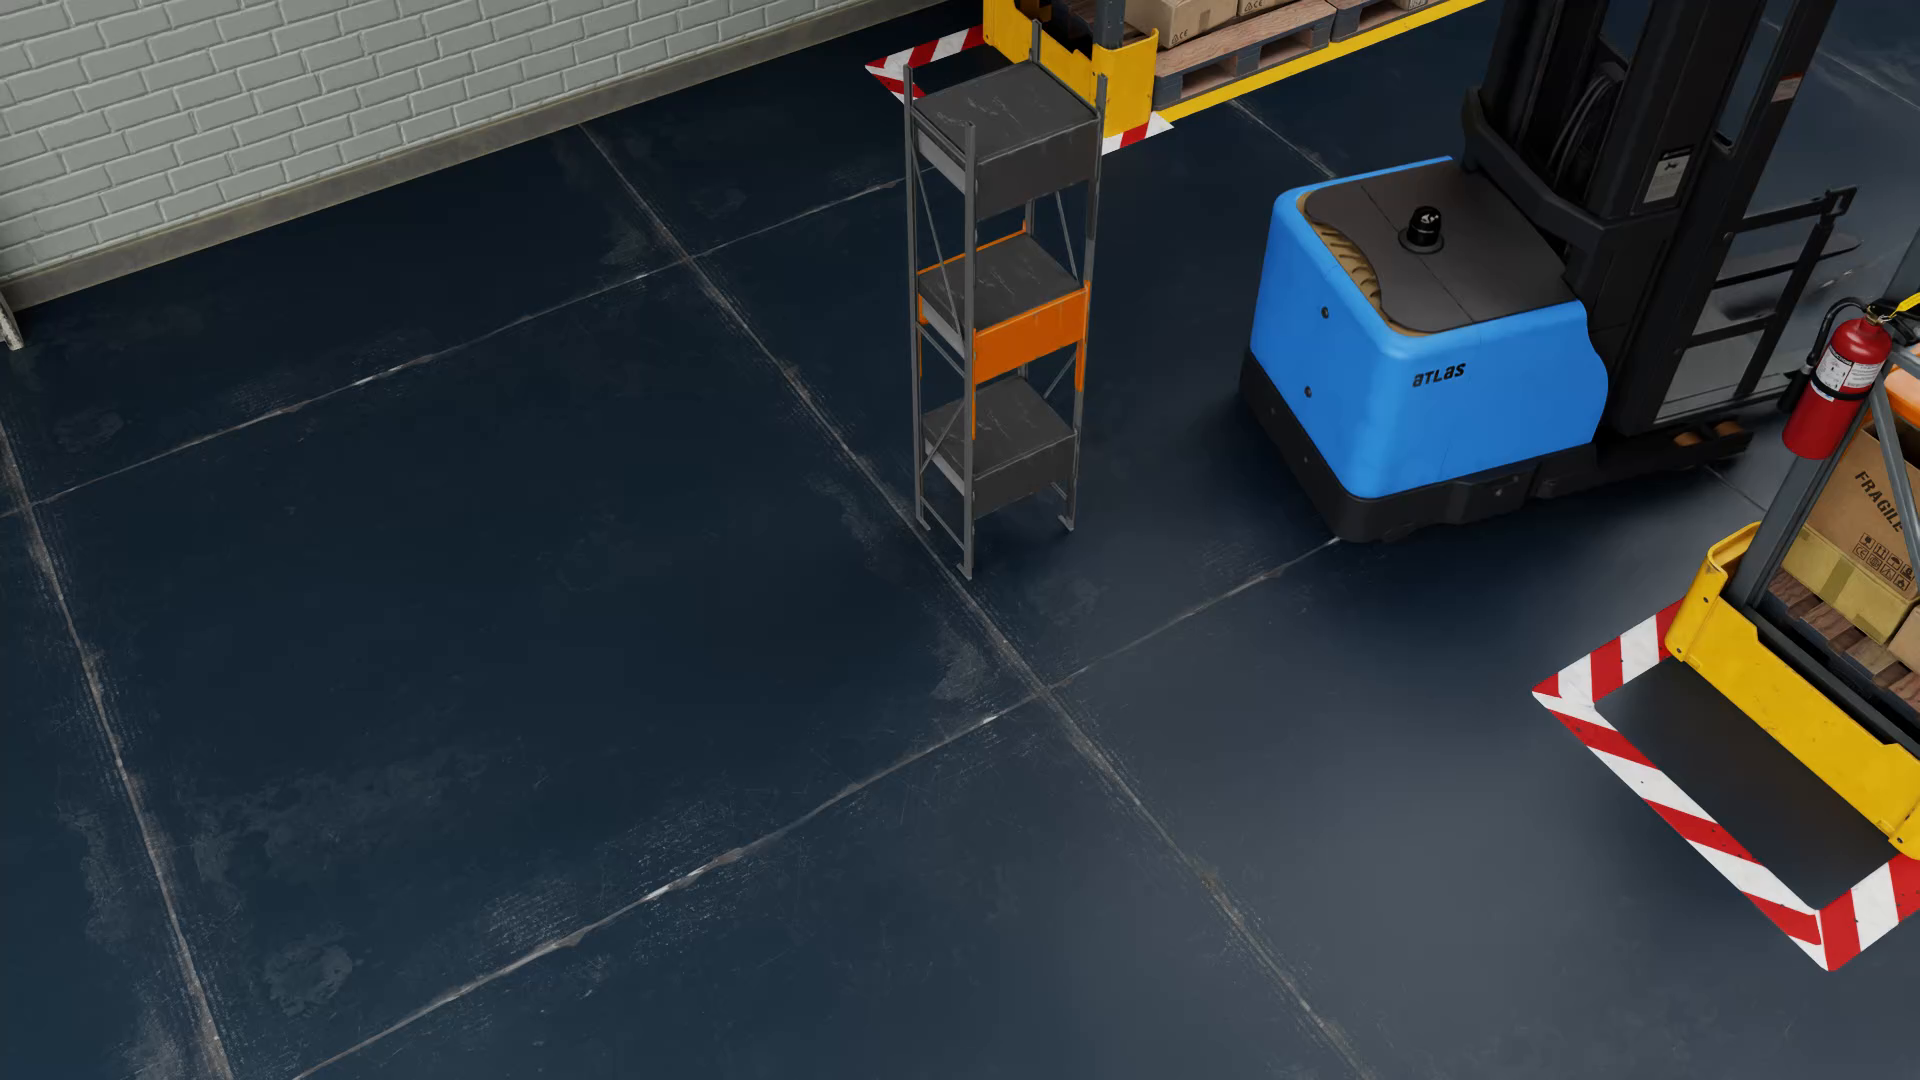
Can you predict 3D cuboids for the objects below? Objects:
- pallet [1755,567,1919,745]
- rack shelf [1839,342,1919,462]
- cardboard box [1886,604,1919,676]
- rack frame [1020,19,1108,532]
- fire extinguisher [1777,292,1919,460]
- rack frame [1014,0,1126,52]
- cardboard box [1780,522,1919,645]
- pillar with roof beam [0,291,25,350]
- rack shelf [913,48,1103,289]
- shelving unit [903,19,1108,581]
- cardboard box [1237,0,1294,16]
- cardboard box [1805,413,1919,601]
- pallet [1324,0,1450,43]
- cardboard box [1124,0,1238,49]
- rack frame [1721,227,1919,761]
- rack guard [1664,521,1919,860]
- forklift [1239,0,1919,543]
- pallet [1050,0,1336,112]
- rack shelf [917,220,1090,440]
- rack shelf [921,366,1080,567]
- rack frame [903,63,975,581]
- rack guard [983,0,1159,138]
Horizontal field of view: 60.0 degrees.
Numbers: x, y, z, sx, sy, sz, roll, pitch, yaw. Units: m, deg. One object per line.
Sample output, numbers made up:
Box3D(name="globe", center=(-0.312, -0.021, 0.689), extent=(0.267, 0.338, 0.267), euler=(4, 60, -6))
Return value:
Box3D(name="pallet", center=(3.764, 0.272, 6.312), extent=(1.213, 0.211, 1.003), euler=(-25, 53, -21))
Box3D(name="rack shelf", center=(4.831, -0.882, 5.954), extent=(4.000, 0.370, 1.077), euler=(-25, 53, -21))
Box3D(name="cardboard box", center=(3.712, 0.377, 5.911), extent=(0.500, 0.250, 0.500), euler=(-25, 53, -21))
Box3D(name="rack frame", center=(0.346, -0.861, 6.056), extent=(0.015, 2.100, 0.400), euler=(-25, 53, -21))
Box3D(name="fire extinguisher", center=(2.791, -0.545, 5.224), extent=(0.183, 0.674, 0.296), euler=(-25, 53, -21))
Box3D(name="rack frame", center=(0.493, -3.451, 7.760), extent=(0.127, 3.000, 1.000), euler=(-25, 53, -21))
Box3D(name="cardboard box", center=(3.435, 0.050, 6.202), extent=(0.500, 0.250, 0.500), euler=(-25, 53, -21))
Box3D(name="pillar with roof beam", center=(-2.154, -1.162, 1.704), extent=(0.400, 9.000, 9.100), euler=(-25, 53, -21))
Box3D(name="rack shelf", center=(0.140, -1.221, 5.457), extent=(0.480, 0.518, 0.431), euler=(-25, 53, -21))
Box3D(name="shelving unit", center=(0.140, -0.764, 5.970), extent=(0.503, 2.100, 0.431), euler=(-25, 53, -21))
Box3D(name="cardboard box", center=(1.608, -3.150, 8.997), extent=(0.500, 0.311, 0.500), euler=(-21, 52, -18))
Box3D(name="cardboard box", center=(3.434, -0.200, 5.923), extent=(0.500, 0.500, 0.500), euler=(-25, 53, -21))
Box3D(name="pallet", center=(2.294, -3.339, 9.527), extent=(1.213, 0.211, 1.003), euler=(-25, 53, -21))
Box3D(name="cardboard box", center=(1.126, -2.922, 8.795), extent=(0.500, 0.311, 0.500), euler=(-31, 55, -25))
Box3D(name="rack frame", center=(3.139, -0.324, 4.975), extent=(0.127, 3.000, 1.000), euler=(-25, 53, -21))
Box3D(name="rack guard", center=(3.119, 0.517, 5.900), extent=(0.348, 0.500, 1.175), euler=(-25, 53, -21))
Box3D(name="forklift", center=(2.780, -1.627, 6.182), extent=(3.031, 2.935, 1.130), euler=(-14, 50, -12))
Box3D(name="pallet", center=(1.263, -2.856, 9.097), extent=(1.213, 0.211, 1.003), euler=(-25, 53, -21))
Box3D(name="rack shelf", center=(0.140, -0.755, 5.980), extent=(0.480, 0.518, 0.431), euler=(-25, 53, -21))
Box3D(name="rack shelf", center=(0.140, -0.290, 6.503), extent=(0.480, 0.518, 0.431), euler=(-25, 53, -21))
Box3D(name="rack frame", center=(-0.066, -0.667, 5.883), extent=(0.015, 2.100, 0.400), euler=(-25, 53, -21))
Box3D(name="rack guard", center=(0.557, -2.650, 8.721), extent=(0.348, 0.500, 1.175), euler=(-25, 53, -21))
